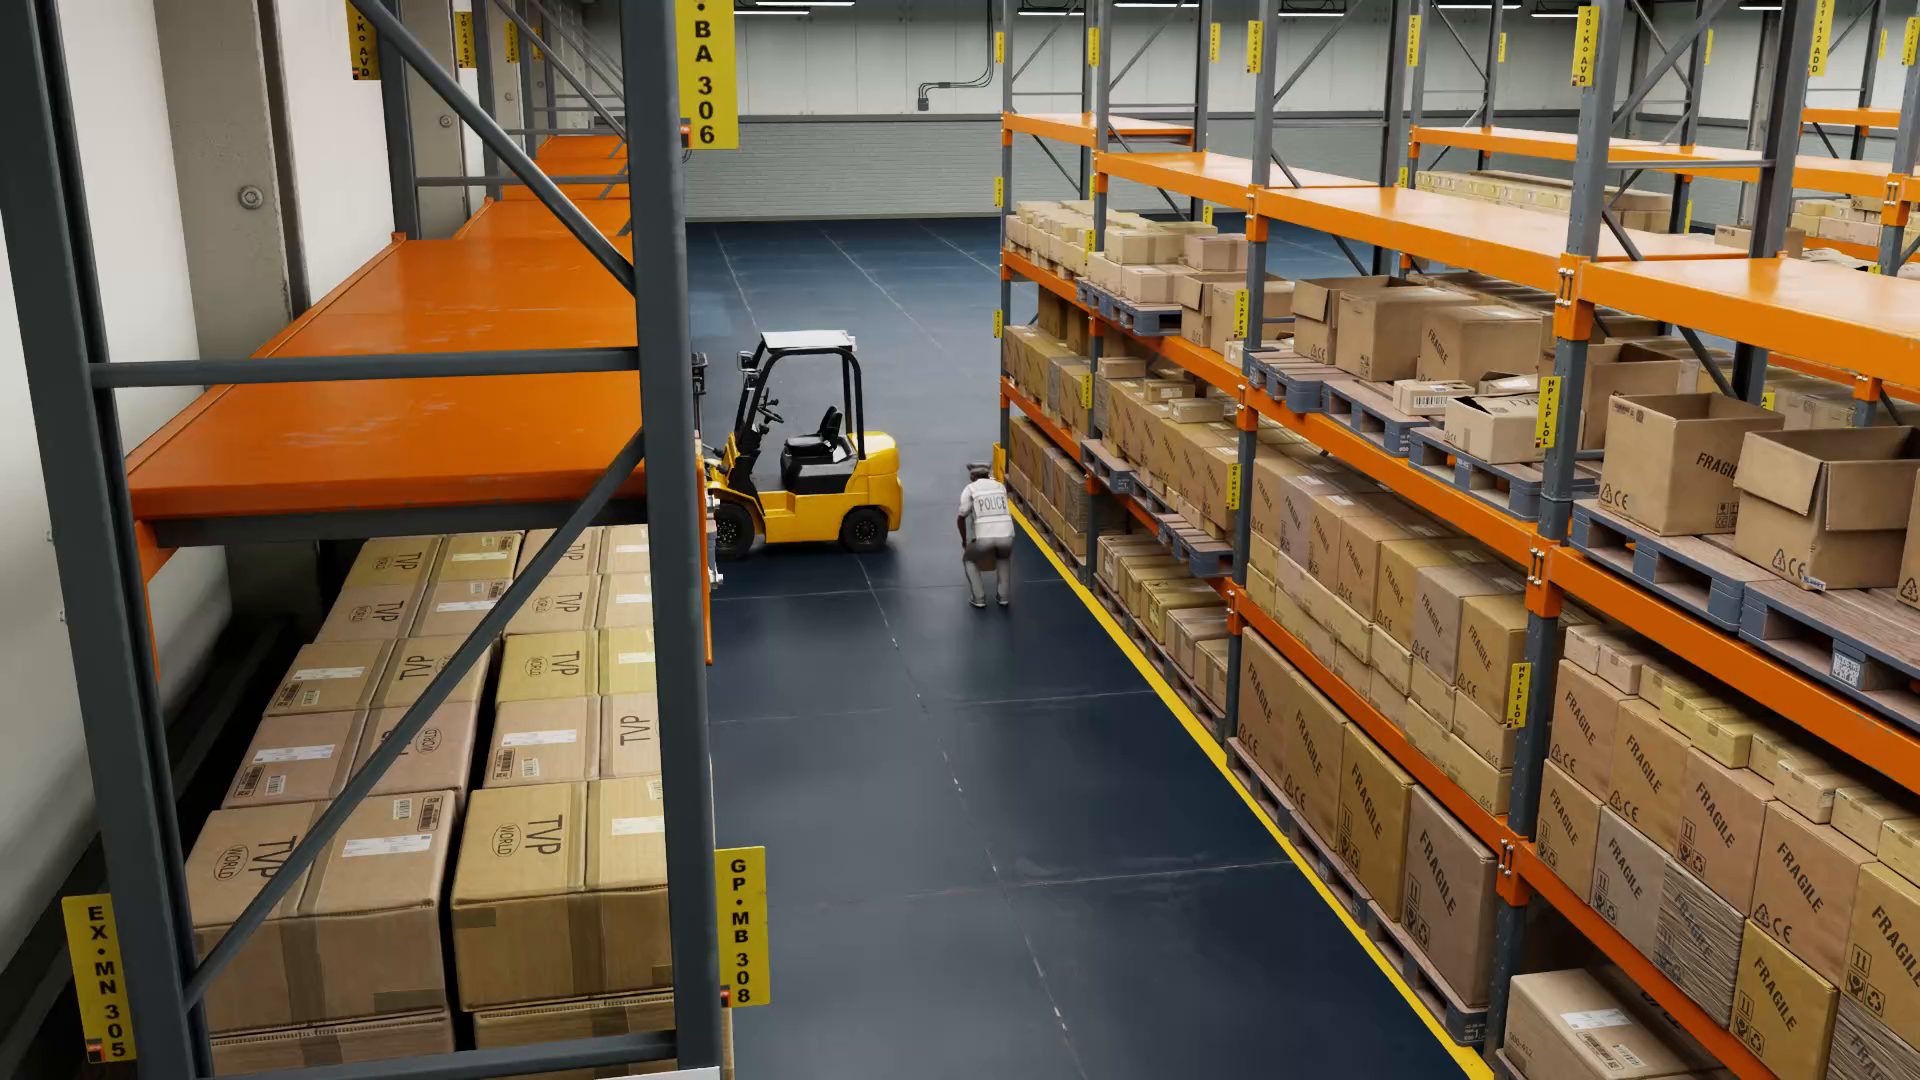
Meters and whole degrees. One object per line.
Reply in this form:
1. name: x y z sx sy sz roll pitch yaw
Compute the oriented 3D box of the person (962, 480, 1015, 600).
1. person: 0.277 0.023 15.411 0.443 1.100 0.532 -3 17 -10
